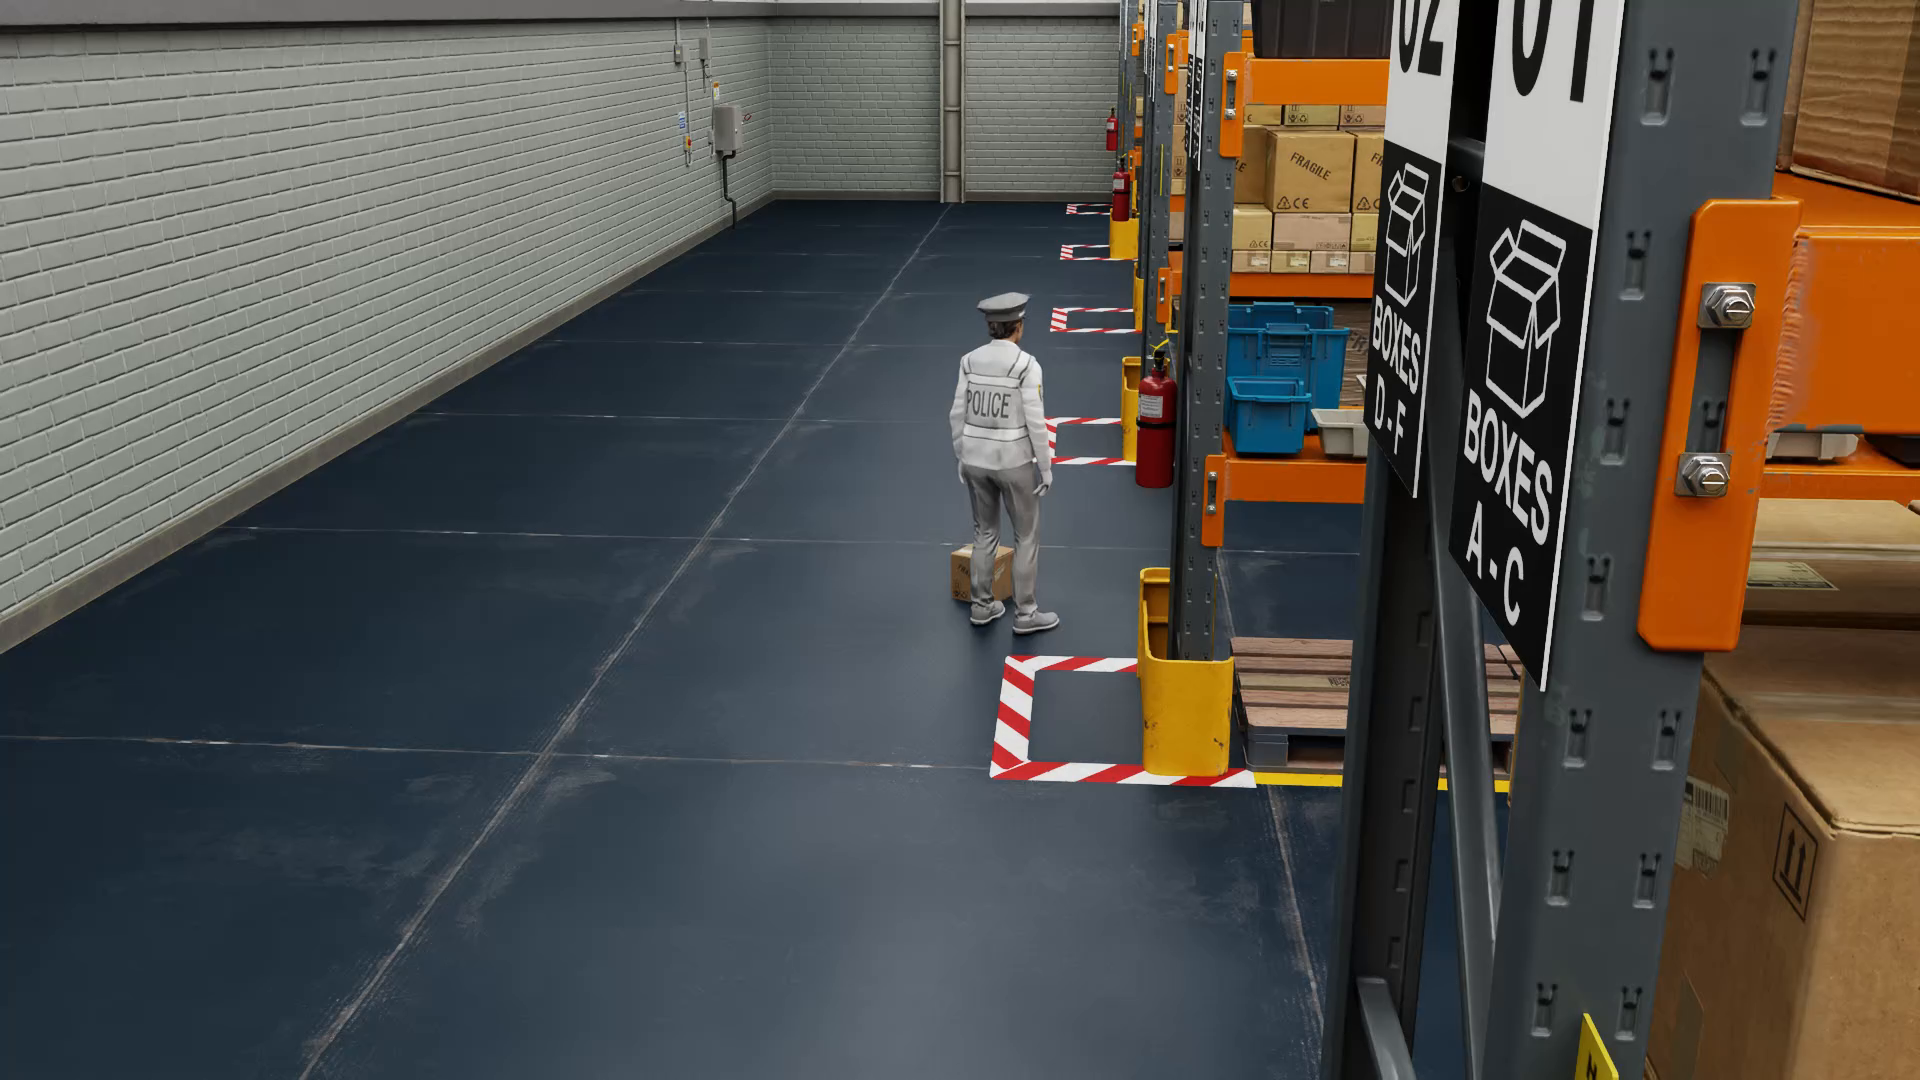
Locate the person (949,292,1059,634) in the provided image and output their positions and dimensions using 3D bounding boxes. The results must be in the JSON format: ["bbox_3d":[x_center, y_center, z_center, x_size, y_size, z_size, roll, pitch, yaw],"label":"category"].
[{"bbox_3d":[0.209,-0.369,8.207,0.544,1.662,0.376,10,20,30],"label":"person"}]
